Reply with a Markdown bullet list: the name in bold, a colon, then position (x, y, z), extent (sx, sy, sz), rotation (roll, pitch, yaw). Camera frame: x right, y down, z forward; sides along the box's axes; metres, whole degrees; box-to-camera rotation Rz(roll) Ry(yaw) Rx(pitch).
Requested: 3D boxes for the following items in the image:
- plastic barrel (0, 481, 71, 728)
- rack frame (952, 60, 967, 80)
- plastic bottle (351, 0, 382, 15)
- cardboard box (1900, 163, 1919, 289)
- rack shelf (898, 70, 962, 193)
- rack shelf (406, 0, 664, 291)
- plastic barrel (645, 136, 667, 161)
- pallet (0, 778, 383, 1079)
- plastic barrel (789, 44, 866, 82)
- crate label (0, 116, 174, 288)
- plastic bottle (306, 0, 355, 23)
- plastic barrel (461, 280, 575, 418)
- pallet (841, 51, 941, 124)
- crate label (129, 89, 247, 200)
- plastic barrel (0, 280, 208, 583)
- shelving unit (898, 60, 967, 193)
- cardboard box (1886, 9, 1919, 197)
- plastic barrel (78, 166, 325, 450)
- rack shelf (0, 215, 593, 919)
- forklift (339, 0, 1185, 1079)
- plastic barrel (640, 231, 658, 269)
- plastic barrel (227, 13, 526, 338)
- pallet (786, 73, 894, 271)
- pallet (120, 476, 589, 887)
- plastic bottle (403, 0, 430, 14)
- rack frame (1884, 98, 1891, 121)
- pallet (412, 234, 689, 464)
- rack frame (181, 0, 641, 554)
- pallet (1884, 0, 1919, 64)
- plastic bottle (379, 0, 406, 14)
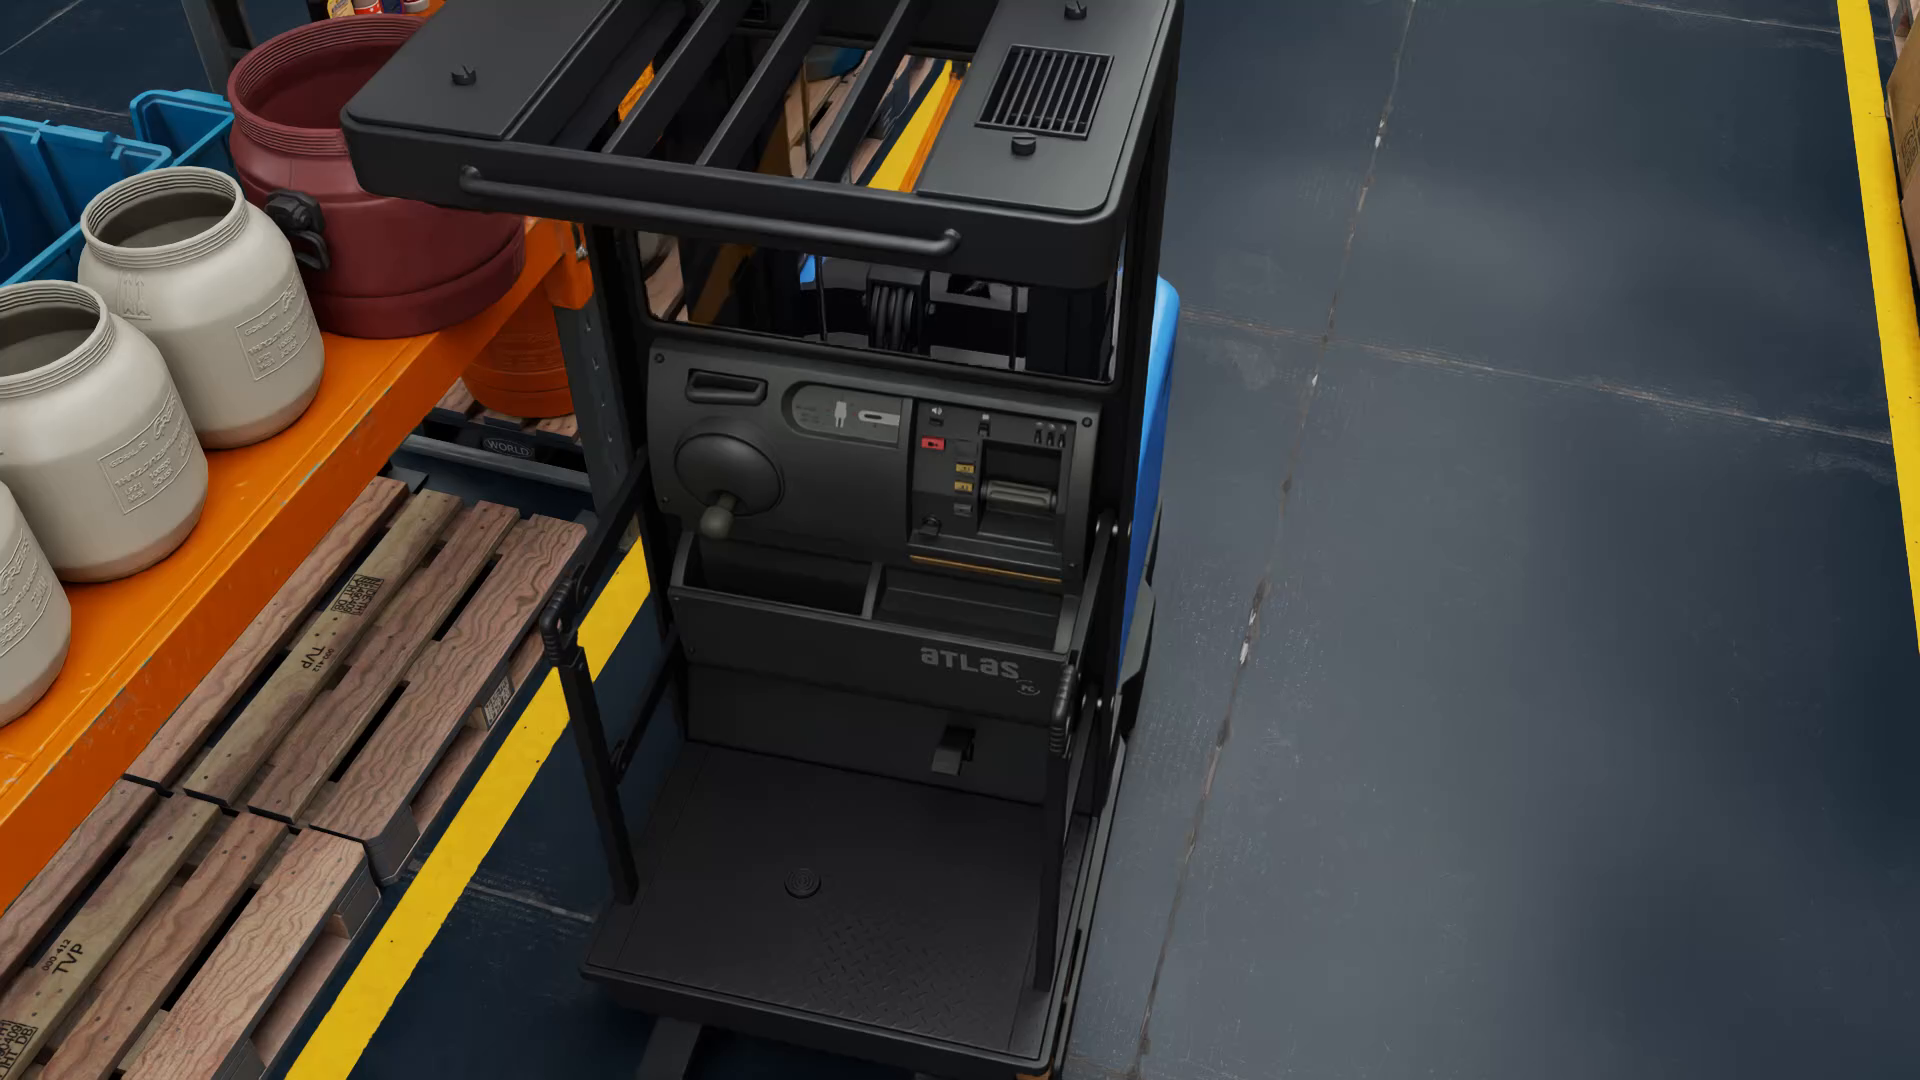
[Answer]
- **plastic barrel**: position (-1.856, 0.072, 2.934), extent (0.433, 0.535, 0.433), rotation (0, 44, 0)
- **rack frame**: position (0.222, -1.183, 5.654), extent (0.500, 1.125, 0.032), rotation (9, 45, 9)
- **plastic bottle**: position (-1.728, -1.539, 4.820), extent (0.097, 0.201, 0.097), rotation (0, 44, 0)
- **cardboard box**: position (3.991, -1.158, 5.508), extent (1.225, 0.875, 0.875), rotation (11, 45, 11)
- **rack shelf**: position (0.106, -1.046, 5.096), extent (0.538, 0.278, 1.000), rotation (9, 45, 9)
- **rack shelf**: position (-0.891, -2.253, 5.922), extent (1.077, 0.370, 4.000), rotation (13, 46, 13)
- **plastic barrel**: position (-1.023, -1.548, 6.111), extent (0.600, 0.588, 0.708), rotation (13, 46, 13)
- **pallet**: position (-2.140, 1.138, 3.936), extent (1.003, 0.211, 1.213), rotation (13, 46, 13)
- **plastic barrel**: position (-0.681, -2.412, 6.770), extent (0.600, 0.901, 0.708), rotation (13, 46, 13)
- **crate label**: position (-2.055, -0.585, 3.677), extent (0.502, 0.435, 0.616), rotation (13, 46, 13)
- **plastic bottle**: position (-1.781, -1.495, 4.717), extent (0.061, 0.283, 0.133), rotation (13, 46, 13)
- **plastic barrel**: position (-1.365, -0.881, 5.257), extent (0.600, 0.830, 0.708), rotation (13, 46, 13)
- **pallet**: position (-0.559, -2.341, 7.491), extent (1.003, 0.211, 1.213), rotation (13, 46, 13)
- **crate label**: position (-1.981, -0.916, 4.161), extent (0.303, 0.233, 0.416), rotation (13, 46, 13)
- **plastic barrel**: position (-1.732, -0.205, 3.235), extent (0.421, 0.512, 0.421), rotation (0, 44, 0)
- **shelving unit**: position (0.106, -0.836, 5.300), extent (0.538, 1.125, 1.048), rotation (9, 45, 9)
- **cardboard box**: position (4.260, -1.754, 6.117), extent (1.225, 0.875, 0.875), rotation (13, 46, 13)
- **plastic barrel**: position (-1.605, -0.486, 3.522), extent (0.421, 0.512, 0.421), rotation (0, 44, 0)
- **rack shelf**: position (-2.102, 0.413, 3.197), extent (1.077, 0.370, 4.000), rotation (13, 46, 13)
- **forklift**: position (-0.234, -0.062, 3.218), extent (1.130, 2.935, 3.031), rotation (9, 45, 9)
- **plastic barrel**: position (-1.279, -1.163, 5.772), extent (0.421, 0.512, 0.421), rotation (0, 44, 0)
- **plastic barrel**: position (-1.348, -0.852, 3.879), extent (0.600, 0.536, 0.708), rotation (13, 46, 13)
- **pallet**: position (-0.926, -1.525, 6.658), extent (1.003, 0.211, 1.213), rotation (13, 46, 13)
- **pallet**: position (-1.768, 0.328, 4.764), extent (1.003, 0.211, 1.213), rotation (13, 46, 13)
- **plastic bottle**: position (-1.659, -1.693, 4.977), extent (0.097, 0.201, 0.097), rotation (0, 44, 0)
- **rack frame**: position (4.435, -2.794, 5.961), extent (1.000, 3.000, 0.127), rotation (13, 46, 13)
- **pallet**: position (-1.298, -0.715, 5.829), extent (1.003, 0.211, 1.213), rotation (13, 46, 13)
- **rack frame**: position (-1.497, -1.177, 4.308), extent (1.000, 3.000, 0.127), rotation (13, 46, 13)
- **pallet**: position (4.740, -2.288, 7.437), extent (1.003, 0.211, 1.213), rotation (13, 46, 13)
- **plastic bottle**: position (-1.711, -1.649, 4.874), extent (0.061, 0.283, 0.133), rotation (13, 46, 13)
